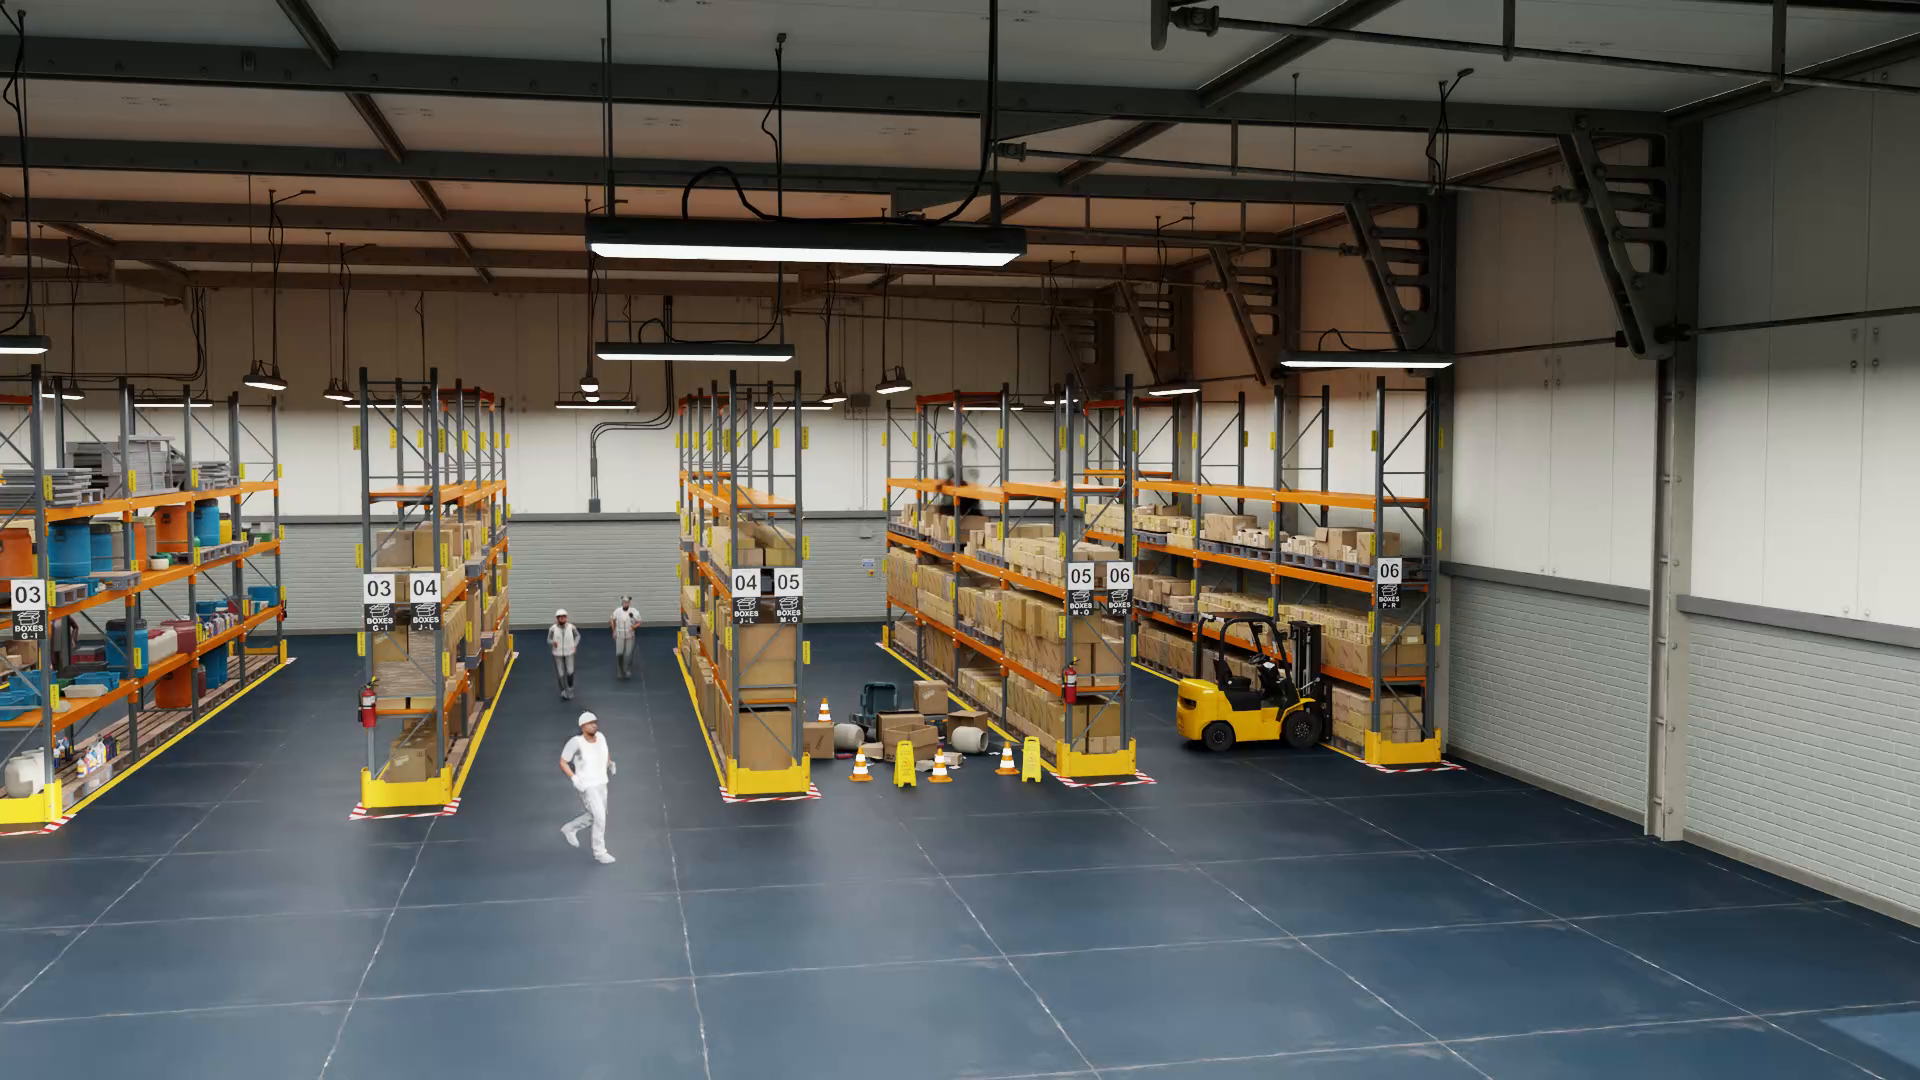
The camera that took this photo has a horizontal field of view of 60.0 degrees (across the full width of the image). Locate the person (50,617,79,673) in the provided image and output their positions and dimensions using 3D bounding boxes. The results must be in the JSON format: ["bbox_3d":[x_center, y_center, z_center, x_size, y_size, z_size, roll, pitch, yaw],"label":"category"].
[{"bbox_3d":[-17.677,2.155,32.585,0.704,1.771,1.070,-1,4,-21],"label":"person"}]

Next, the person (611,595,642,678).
[{"bbox_3d":[-7.042,2.046,35.072,0.659,1.786,0.680,-1,3,-9],"label":"person"}]

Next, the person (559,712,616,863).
[{"bbox_3d":[-4.449,2.940,19.919,0.824,1.777,0.673,2,4,31],"label":"person"}]

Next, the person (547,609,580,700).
[{"bbox_3d":[-7.650,2.216,32.106,0.633,1.767,0.689,-1,3,-13],"label":"person"}]
